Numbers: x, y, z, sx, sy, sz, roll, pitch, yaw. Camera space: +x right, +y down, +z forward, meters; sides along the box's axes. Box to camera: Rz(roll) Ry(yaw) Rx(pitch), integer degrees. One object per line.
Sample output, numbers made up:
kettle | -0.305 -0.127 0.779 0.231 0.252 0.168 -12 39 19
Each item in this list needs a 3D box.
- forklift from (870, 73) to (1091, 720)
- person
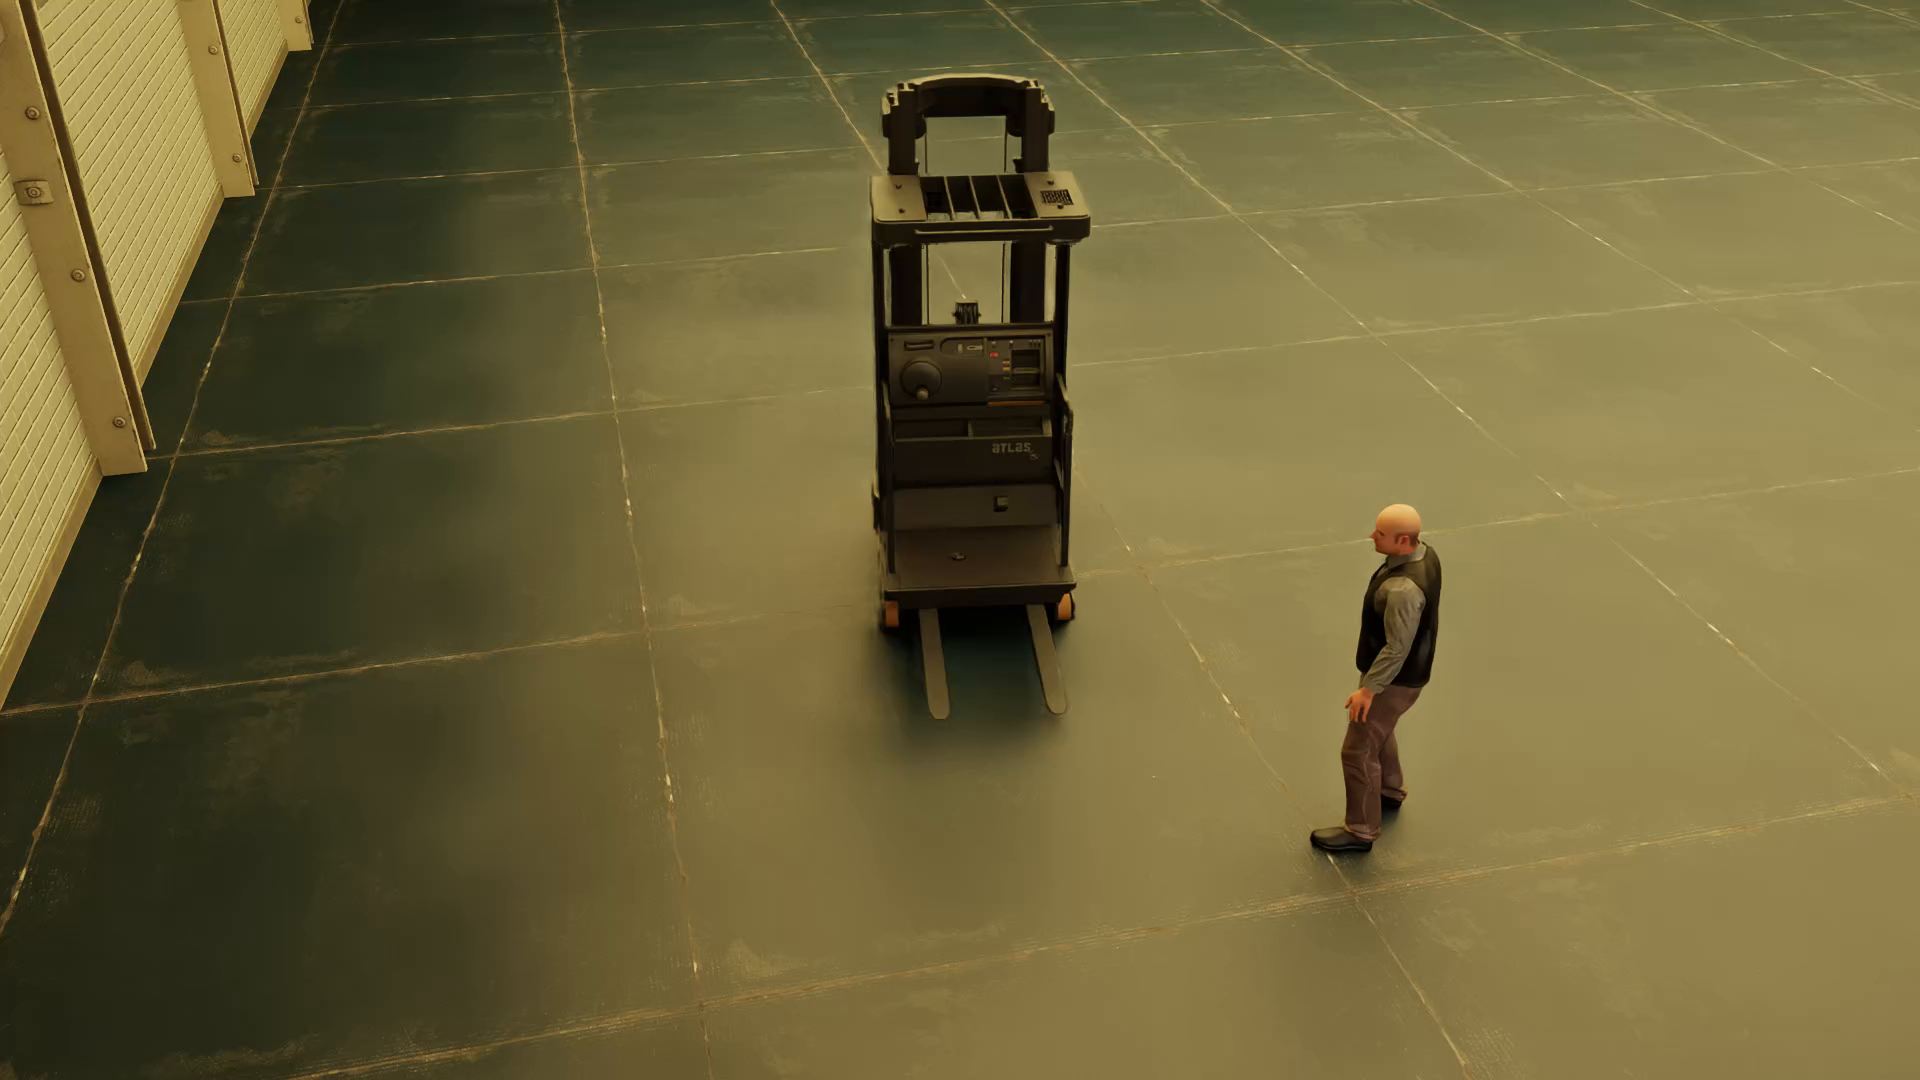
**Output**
forklift | 0.081 -0.932 9.184 1.130 2.935 3.031 -2 30 -4
person | 1.986 0.595 7.778 0.420 1.698 0.749 10 31 16
